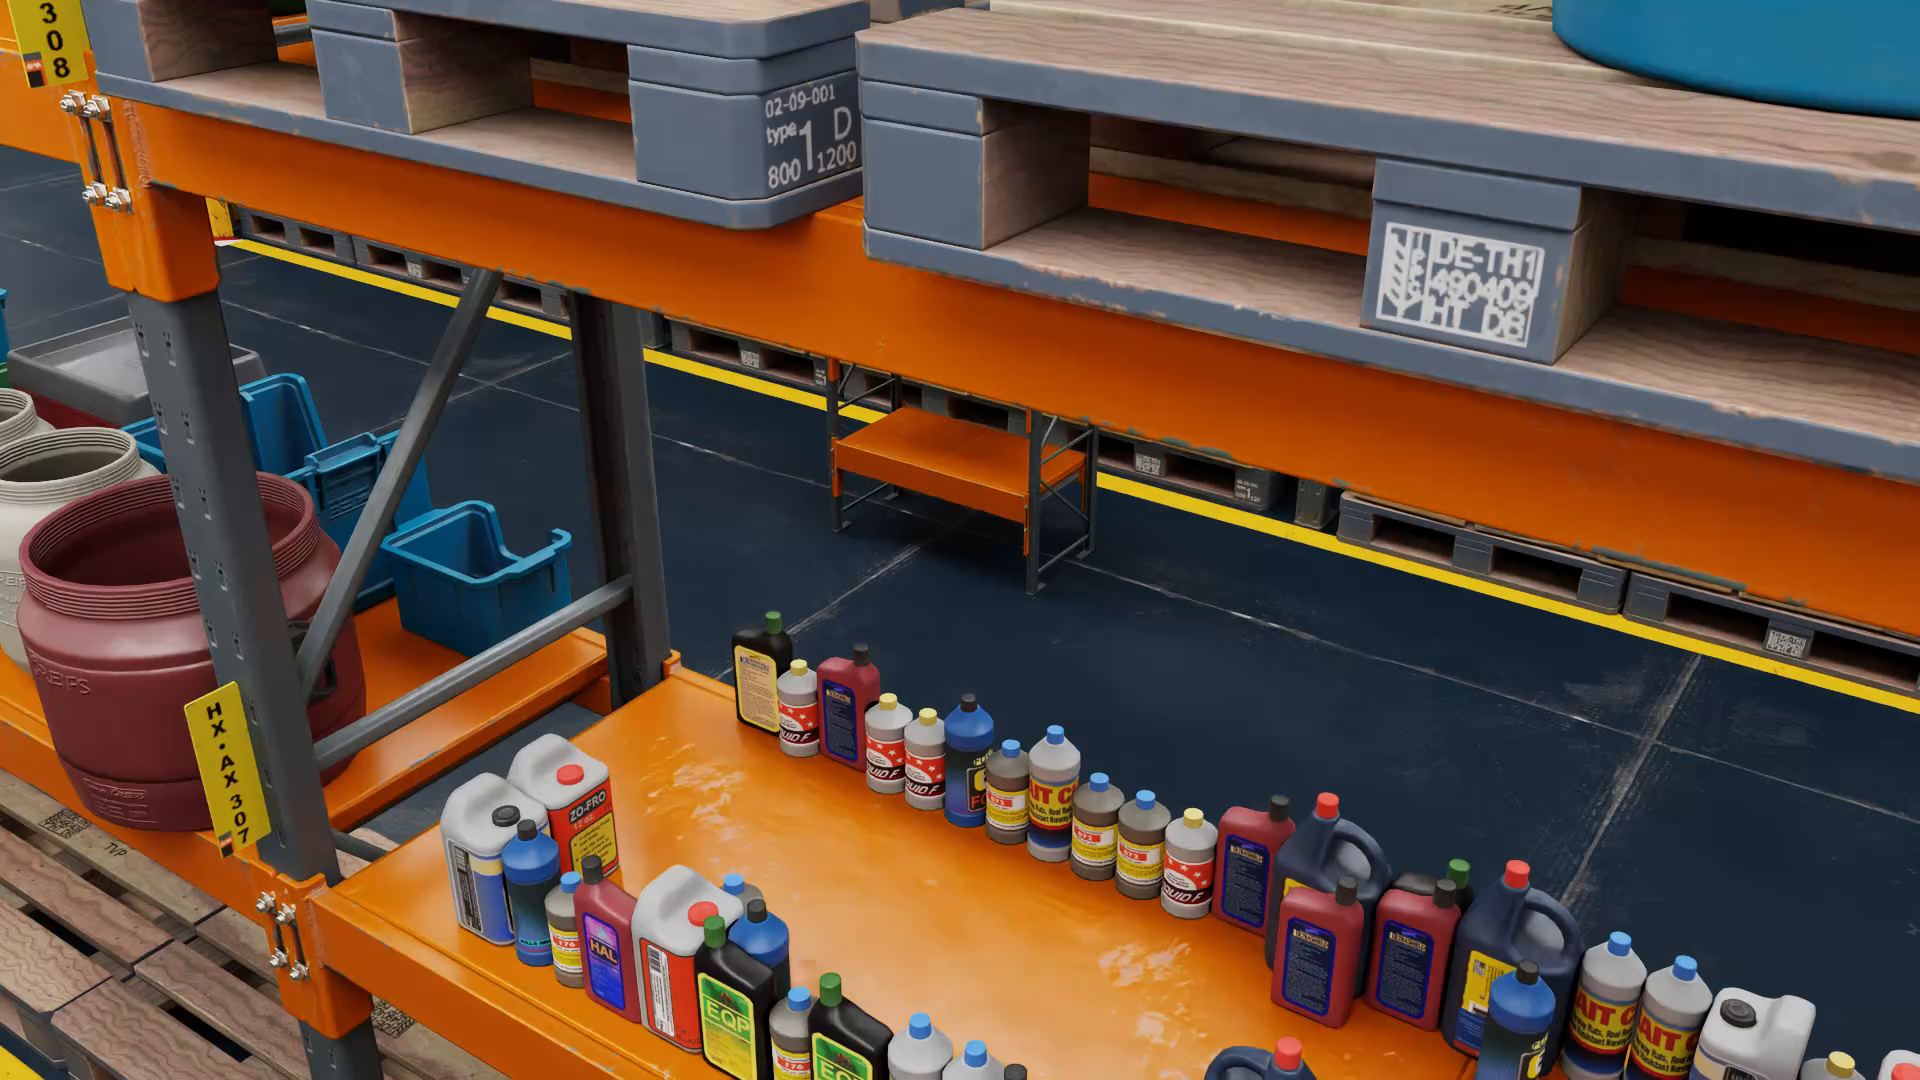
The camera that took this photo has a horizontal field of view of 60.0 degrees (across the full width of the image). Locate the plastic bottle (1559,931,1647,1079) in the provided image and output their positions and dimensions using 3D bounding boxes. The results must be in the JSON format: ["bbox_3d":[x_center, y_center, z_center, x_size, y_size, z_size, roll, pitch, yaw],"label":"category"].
[{"bbox_3d":[1.023,0.737,2.636,0.097,0.271,0.097,0,27,0],"label":"plastic bottle"}]

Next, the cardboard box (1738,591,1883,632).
[{"bbox_3d":[3.306,-0.038,6.288,0.500,0.500,0.500,16,31,29],"label":"cardboard box"}]

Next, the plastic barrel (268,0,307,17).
[{"bbox_3d":[-1.226,-1.036,2.842,0.294,0.245,0.294,0,27,0],"label":"plastic barrel"}]

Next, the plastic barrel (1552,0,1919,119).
[{"bbox_3d":[0.810,-0.825,1.241,0.708,0.901,0.600,17,32,30],"label":"plastic barrel"}]

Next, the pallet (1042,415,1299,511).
[{"bbox_3d":[1.158,-0.558,8.114,1.213,0.211,1.003,17,32,30],"label":"pallet"}]

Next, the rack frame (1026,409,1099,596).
[{"bbox_3d":[0.425,-0.369,6.735,0.032,1.125,0.500,17,32,30],"label":"rack frame"}]

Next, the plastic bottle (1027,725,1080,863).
[{"bbox_3d":[0.178,0.474,3.154,0.097,0.271,0.097,0,27,0],"label":"plastic bottle"}]

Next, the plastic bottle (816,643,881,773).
[{"bbox_3d":[-0.228,0.332,3.419,0.133,0.283,0.061,17,32,30],"label":"plastic bottle"}]

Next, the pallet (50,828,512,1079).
[{"bbox_3d":[-1.610,1.305,4.452,1.213,0.211,1.003,17,32,30],"label":"pallet"}]

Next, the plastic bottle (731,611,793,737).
[{"bbox_3d":[-0.418,0.273,3.536,0.133,0.283,0.061,17,32,30],"label":"plastic bottle"}]

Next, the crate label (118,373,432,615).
[{"bbox_3d":[-1.659,-0.096,4.092,0.616,0.435,0.502,17,32,30],"label":"crate label"}]

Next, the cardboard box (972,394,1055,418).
[{"bbox_3d":[0.403,-0.842,8.165,0.500,0.250,0.500,18,32,31],"label":"cardboard box"}]

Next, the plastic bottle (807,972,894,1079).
[{"bbox_3d":[-0.163,0.790,2.520,0.133,0.283,0.061,17,32,30],"label":"plastic bottle"}]

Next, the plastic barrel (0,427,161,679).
[{"bbox_3d":[-1.962,0.042,3.737,0.421,0.512,0.421,0,27,0],"label":"plastic barrel"}]

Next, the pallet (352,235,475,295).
[{"bbox_3d":[-3.124,-1.892,10.735,1.213,0.211,1.003,17,32,30],"label":"pallet"}]

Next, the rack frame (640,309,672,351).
[{"bbox_3d":[-1.483,-2.602,9.055,0.127,3.000,1.000,17,32,30],"label":"rack frame"}]

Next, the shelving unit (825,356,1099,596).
[{"bbox_3d":[0.006,-0.500,6.991,1.048,1.125,0.538,17,32,30],"label":"shelving unit"}]

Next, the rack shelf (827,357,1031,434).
[{"bbox_3d":[0.006,-0.760,6.859,1.000,0.278,0.538,17,32,30],"label":"rack shelf"}]

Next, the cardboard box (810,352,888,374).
[{"bbox_3d":[-0.442,-1.104,8.680,0.500,0.250,0.500,16,31,29],"label":"cardboard box"}]

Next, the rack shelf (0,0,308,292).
[{"bbox_3d":[-2.642,-1.254,3.892,4.000,0.370,1.077,17,32,30],"label":"rack shelf"}]

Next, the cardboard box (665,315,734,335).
[{"bbox_3d":[-1.291,-1.367,9.198,0.500,0.250,0.500,16,31,29],"label":"cardboard box"}]

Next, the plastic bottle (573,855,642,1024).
[{"bbox_3d":[-0.574,0.662,2.771,0.133,0.283,0.061,17,32,30],"label":"plastic bottle"}]

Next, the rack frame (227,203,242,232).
[{"bbox_3d":[-4.780,-3.629,11.074,0.127,3.000,1.000,17,32,30],"label":"rack frame"}]

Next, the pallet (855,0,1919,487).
[{"bbox_3d":[0.666,-0.404,1.638,1.213,0.211,1.003,17,32,30],"label":"pallet"}]

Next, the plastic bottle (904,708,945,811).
[{"bbox_3d":[-0.063,0.430,3.317,0.097,0.201,0.097,0,27,0],"label":"plastic bottle"}]

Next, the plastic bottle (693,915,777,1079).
[{"bbox_3d":[-0.354,0.730,2.636,0.133,0.283,0.061,17,32,30],"label":"plastic bottle"}]

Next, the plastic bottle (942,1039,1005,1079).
[{"bbox_3d":[0.022,0.843,2.429,0.097,0.271,0.097,0,27,0],"label":"plastic bottle"}]

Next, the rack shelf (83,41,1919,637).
[{"bbox_3d":[0.655,-0.226,1.874,4.000,0.370,1.077,17,32,30],"label":"rack shelf"}]

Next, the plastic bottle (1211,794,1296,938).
[{"bbox_3d":[0.524,0.566,2.959,0.133,0.283,0.061,17,32,30],"label":"plastic bottle"}]

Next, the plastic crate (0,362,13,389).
[{"bbox_3d":[-2.695,-0.315,4.795,0.662,0.188,0.450,17,32,30],"label":"plastic crate"}]

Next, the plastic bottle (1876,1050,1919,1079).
[{"bbox_3d":[1.375,0.860,2.391,0.135,0.276,0.152,17,32,30],"label":"plastic bottle"}]

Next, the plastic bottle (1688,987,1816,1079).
[{"bbox_3d":[1.184,0.800,2.508,0.135,0.276,0.152,17,32,30],"label":"plastic bottle"}]

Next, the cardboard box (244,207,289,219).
[{"bbox_3d":[-4.464,-2.370,11.168,0.500,0.250,0.500,17,32,30],"label":"cardboard box"}]

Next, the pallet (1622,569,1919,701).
[{"bbox_3d":[3.410,0.188,6.649,1.213,0.211,1.003,17,32,30],"label":"pallet"}]

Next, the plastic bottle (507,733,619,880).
[{"bbox_3d":[-0.733,0.507,3.084,0.135,0.276,0.152,17,32,30],"label":"plastic bottle"}]

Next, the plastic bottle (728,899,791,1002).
[{"bbox_3d":[-0.324,0.702,2.706,0.097,0.271,0.097,0,27,0],"label":"plastic bottle"}]

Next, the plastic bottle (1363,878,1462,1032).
[{"bbox_3d":[0.752,0.671,2.754,0.133,0.283,0.061,17,32,30],"label":"plastic bottle"}]

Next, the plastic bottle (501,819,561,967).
[{"bbox_3d":[-0.739,0.605,2.895,0.097,0.271,0.097,0,27,0],"label":"plastic bottle"}]

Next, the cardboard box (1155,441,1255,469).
[{"bbox_3d":[1.243,-0.580,7.652,0.500,0.250,0.500,18,32,31],"label":"cardboard box"}]

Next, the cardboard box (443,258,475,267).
[{"bbox_3d":[-2.816,-1.856,10.158,0.500,0.250,0.500,17,32,30],"label":"cardboard box"}]

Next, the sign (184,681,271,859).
[{"bbox_3d":[-1.299,0.411,2.955,0.005,0.325,0.100,17,32,30],"label":"sign"}]

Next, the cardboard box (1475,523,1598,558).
[{"bbox_3d":[2.462,-0.301,6.805,0.500,0.500,0.500,16,31,29],"label":"cardboard box"}]

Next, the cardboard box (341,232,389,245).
[{"bbox_3d":[-3.638,-2.114,10.666,0.500,0.250,0.500,17,32,30],"label":"cardboard box"}]

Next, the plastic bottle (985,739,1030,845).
[{"bbox_3d":[0.097,0.480,3.219,0.097,0.201,0.097,0,27,0],"label":"plastic bottle"}]

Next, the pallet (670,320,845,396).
[{"bbox_3d":[-0.853,-1.185,9.345,1.213,0.211,1.003,17,32,30],"label":"pallet"}]

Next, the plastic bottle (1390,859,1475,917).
[{"bbox_3d":[0.786,0.648,2.799,0.133,0.283,0.061,17,32,30],"label":"plastic bottle"}]

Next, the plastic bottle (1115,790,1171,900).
[{"bbox_3d":[0.338,0.555,3.072,0.097,0.201,0.097,0,27,0],"label":"plastic bottle"}]
